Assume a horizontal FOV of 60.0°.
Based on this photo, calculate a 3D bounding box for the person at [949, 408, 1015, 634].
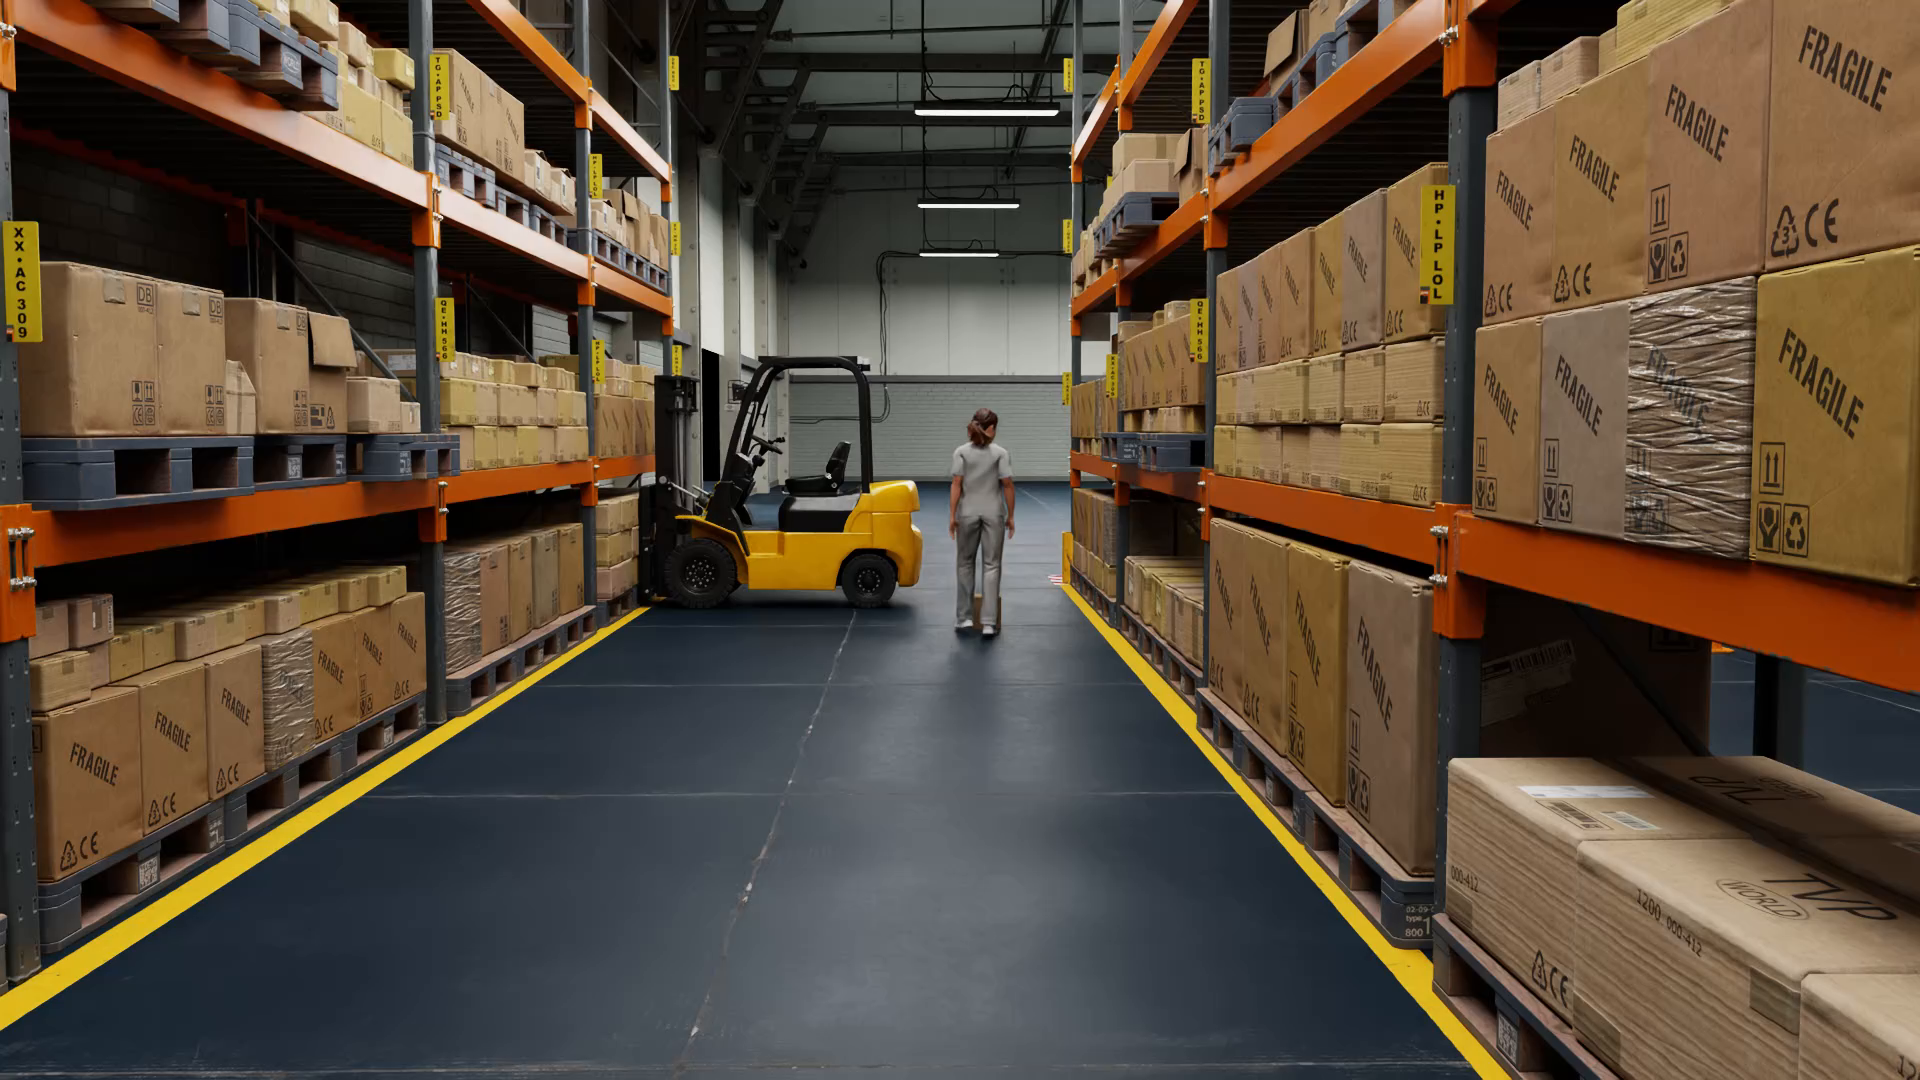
[{"bbox_3d":[0.171,-0.145,12.370,0.489,1.658,0.663,0,4,6],"label":"person"}]
